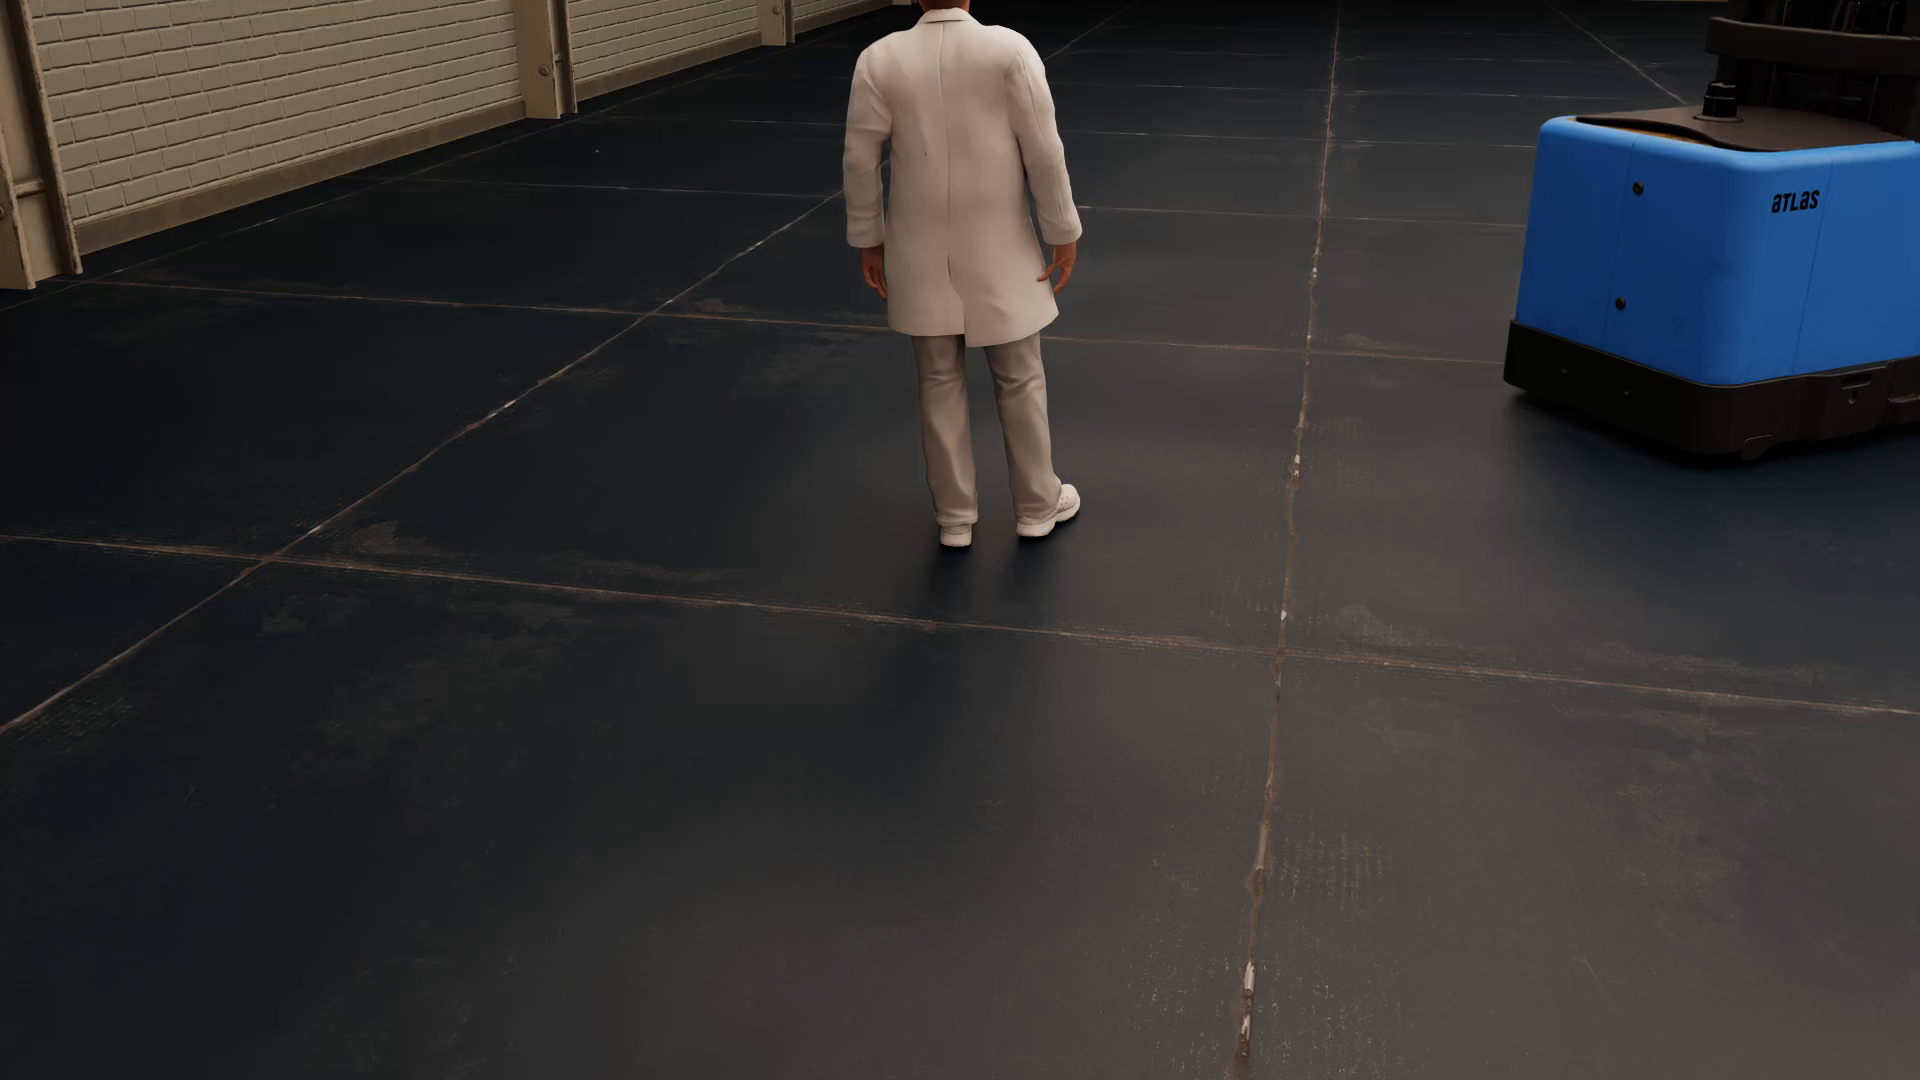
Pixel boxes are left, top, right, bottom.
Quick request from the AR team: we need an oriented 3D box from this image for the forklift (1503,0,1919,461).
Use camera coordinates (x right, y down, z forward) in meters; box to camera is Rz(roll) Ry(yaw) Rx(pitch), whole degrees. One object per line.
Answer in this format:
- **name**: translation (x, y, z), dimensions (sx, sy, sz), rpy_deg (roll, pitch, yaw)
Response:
- **forklift**: translation (3.680, -1.986, 6.138), dimensions (3.031, 2.935, 1.130), rpy_deg (-10, 24, -23)

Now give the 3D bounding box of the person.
- **person**: translation (0.023, -0.863, 4.893), dimensions (0.696, 1.777, 0.578), rpy_deg (5, 23, 11)
